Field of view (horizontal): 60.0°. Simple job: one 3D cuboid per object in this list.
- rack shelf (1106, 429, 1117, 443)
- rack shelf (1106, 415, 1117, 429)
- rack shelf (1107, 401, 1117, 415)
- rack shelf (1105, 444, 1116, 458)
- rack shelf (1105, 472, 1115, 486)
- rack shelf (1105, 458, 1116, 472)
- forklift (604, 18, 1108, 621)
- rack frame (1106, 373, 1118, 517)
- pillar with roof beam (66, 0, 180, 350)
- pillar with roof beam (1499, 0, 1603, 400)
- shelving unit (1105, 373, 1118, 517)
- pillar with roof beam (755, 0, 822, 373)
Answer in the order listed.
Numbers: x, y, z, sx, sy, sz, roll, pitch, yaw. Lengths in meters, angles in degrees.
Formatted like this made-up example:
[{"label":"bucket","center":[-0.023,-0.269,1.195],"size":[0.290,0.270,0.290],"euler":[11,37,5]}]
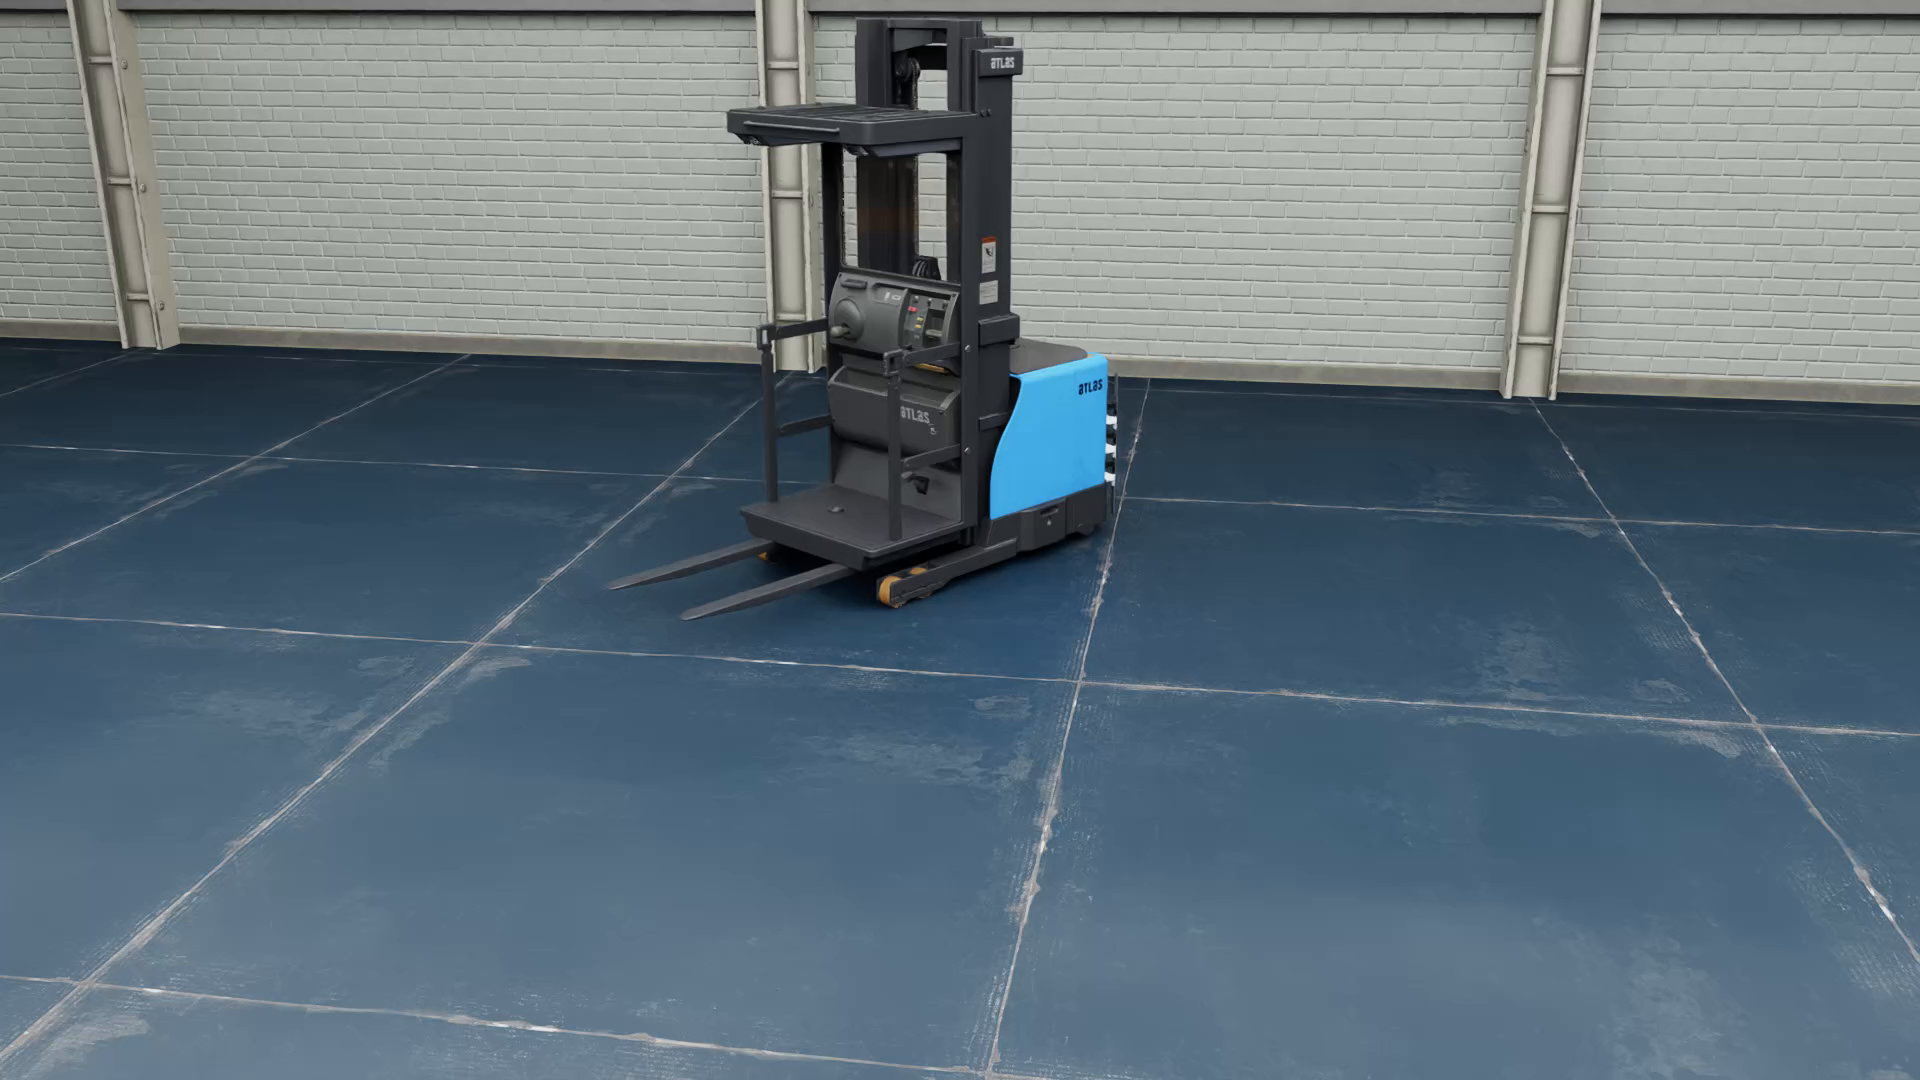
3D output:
[{"label":"rack shelf","center":[0.789,-0.632,10.096],"size":[0.200,0.077,0.258],"euler":[-15,23,-37]},{"label":"rack shelf","center":[0.789,-0.718,10.068],"size":[0.200,0.077,0.258],"euler":[-15,23,-37]},{"label":"rack shelf","center":[0.789,-0.803,10.039],"size":[0.200,0.077,0.258],"euler":[-15,23,-37]},{"label":"rack shelf","center":[0.789,-0.547,10.125],"size":[0.200,0.077,0.258],"euler":[-15,23,-37]},{"label":"rack shelf","center":[0.789,-0.376,10.182],"size":[0.200,0.077,0.258],"euler":[-15,23,-37]},{"label":"rack shelf","center":[0.789,-0.462,10.154],"size":[0.200,0.077,0.258],"euler":[-15,23,-37]},{"label":"forklift","center":[-0.510,-1.216,8.818],"size":[1.130,2.935,3.031],"euler":[17,25,41]},{"label":"rack frame","center":[0.867,-0.599,10.176],"size":[0.006,0.900,0.240],"euler":[-15,23,-37]},{"label":"pillar with roof beam","center":[-8.006,-4.684,9.620],"size":[0.400,9.000,9.100],"euler":[3,19,9]},{"label":"pillar with roof beam","center":[3.842,-4.080,7.815],"size":[0.400,9.000,9.100],"euler":[3,19,9]},{"label":"shelving unit","center":[0.789,-0.579,10.114],"size":[0.210,0.900,0.258],"euler":[-15,23,-37]},{"label":"pillar with roof beam","center":[-2.082,-4.382,8.717],"size":[0.400,9.000,9.100],"euler":[3,19,9]}]
